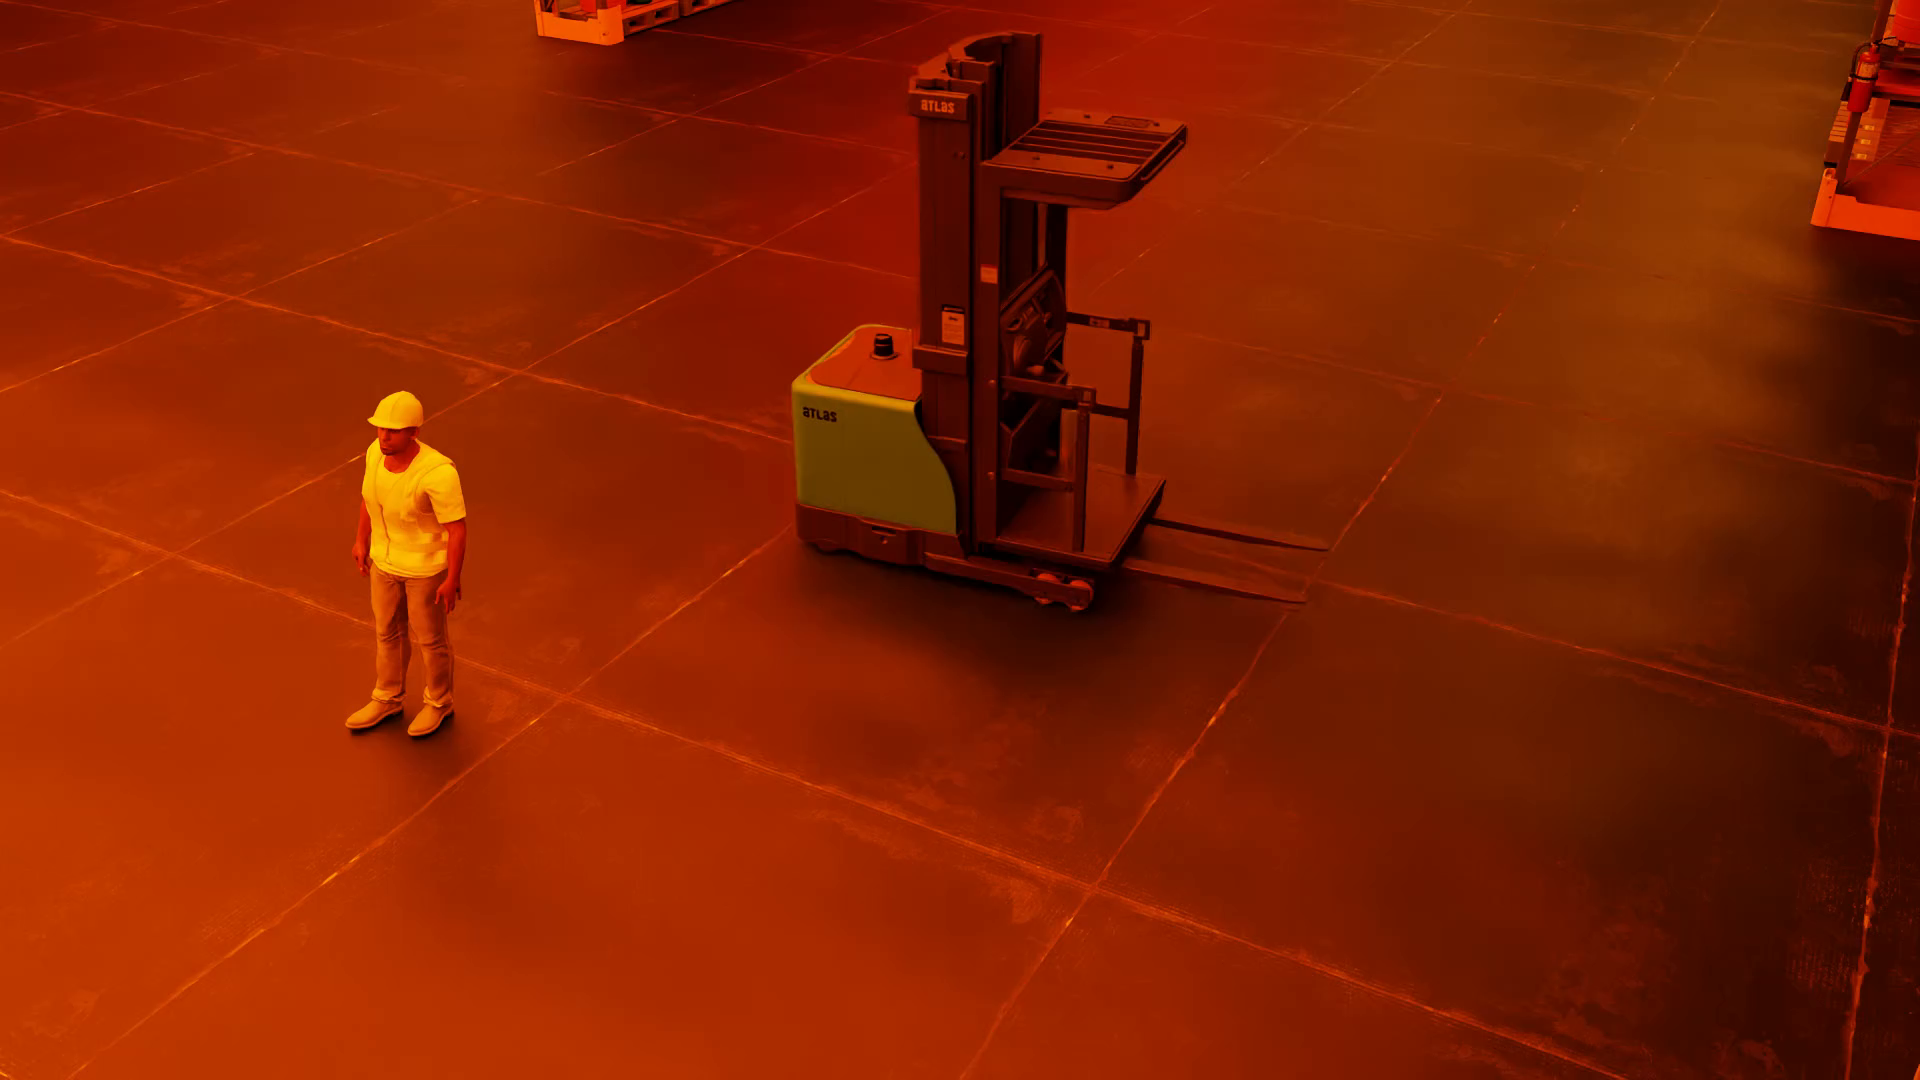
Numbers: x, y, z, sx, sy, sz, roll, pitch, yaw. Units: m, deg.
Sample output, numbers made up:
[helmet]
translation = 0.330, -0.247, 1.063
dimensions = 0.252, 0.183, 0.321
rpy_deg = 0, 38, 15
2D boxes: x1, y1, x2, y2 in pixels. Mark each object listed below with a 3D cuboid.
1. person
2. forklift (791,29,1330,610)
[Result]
[person]
translation = -2.686, 0.141, 7.978
dimensions = 0.665, 1.769, 0.574
rpy_deg = 16, 34, 25
[forklift]
translation = 0.590, -1.177, 9.110
dimensions = 3.031, 2.935, 1.130
rpy_deg = 11, 32, 19
